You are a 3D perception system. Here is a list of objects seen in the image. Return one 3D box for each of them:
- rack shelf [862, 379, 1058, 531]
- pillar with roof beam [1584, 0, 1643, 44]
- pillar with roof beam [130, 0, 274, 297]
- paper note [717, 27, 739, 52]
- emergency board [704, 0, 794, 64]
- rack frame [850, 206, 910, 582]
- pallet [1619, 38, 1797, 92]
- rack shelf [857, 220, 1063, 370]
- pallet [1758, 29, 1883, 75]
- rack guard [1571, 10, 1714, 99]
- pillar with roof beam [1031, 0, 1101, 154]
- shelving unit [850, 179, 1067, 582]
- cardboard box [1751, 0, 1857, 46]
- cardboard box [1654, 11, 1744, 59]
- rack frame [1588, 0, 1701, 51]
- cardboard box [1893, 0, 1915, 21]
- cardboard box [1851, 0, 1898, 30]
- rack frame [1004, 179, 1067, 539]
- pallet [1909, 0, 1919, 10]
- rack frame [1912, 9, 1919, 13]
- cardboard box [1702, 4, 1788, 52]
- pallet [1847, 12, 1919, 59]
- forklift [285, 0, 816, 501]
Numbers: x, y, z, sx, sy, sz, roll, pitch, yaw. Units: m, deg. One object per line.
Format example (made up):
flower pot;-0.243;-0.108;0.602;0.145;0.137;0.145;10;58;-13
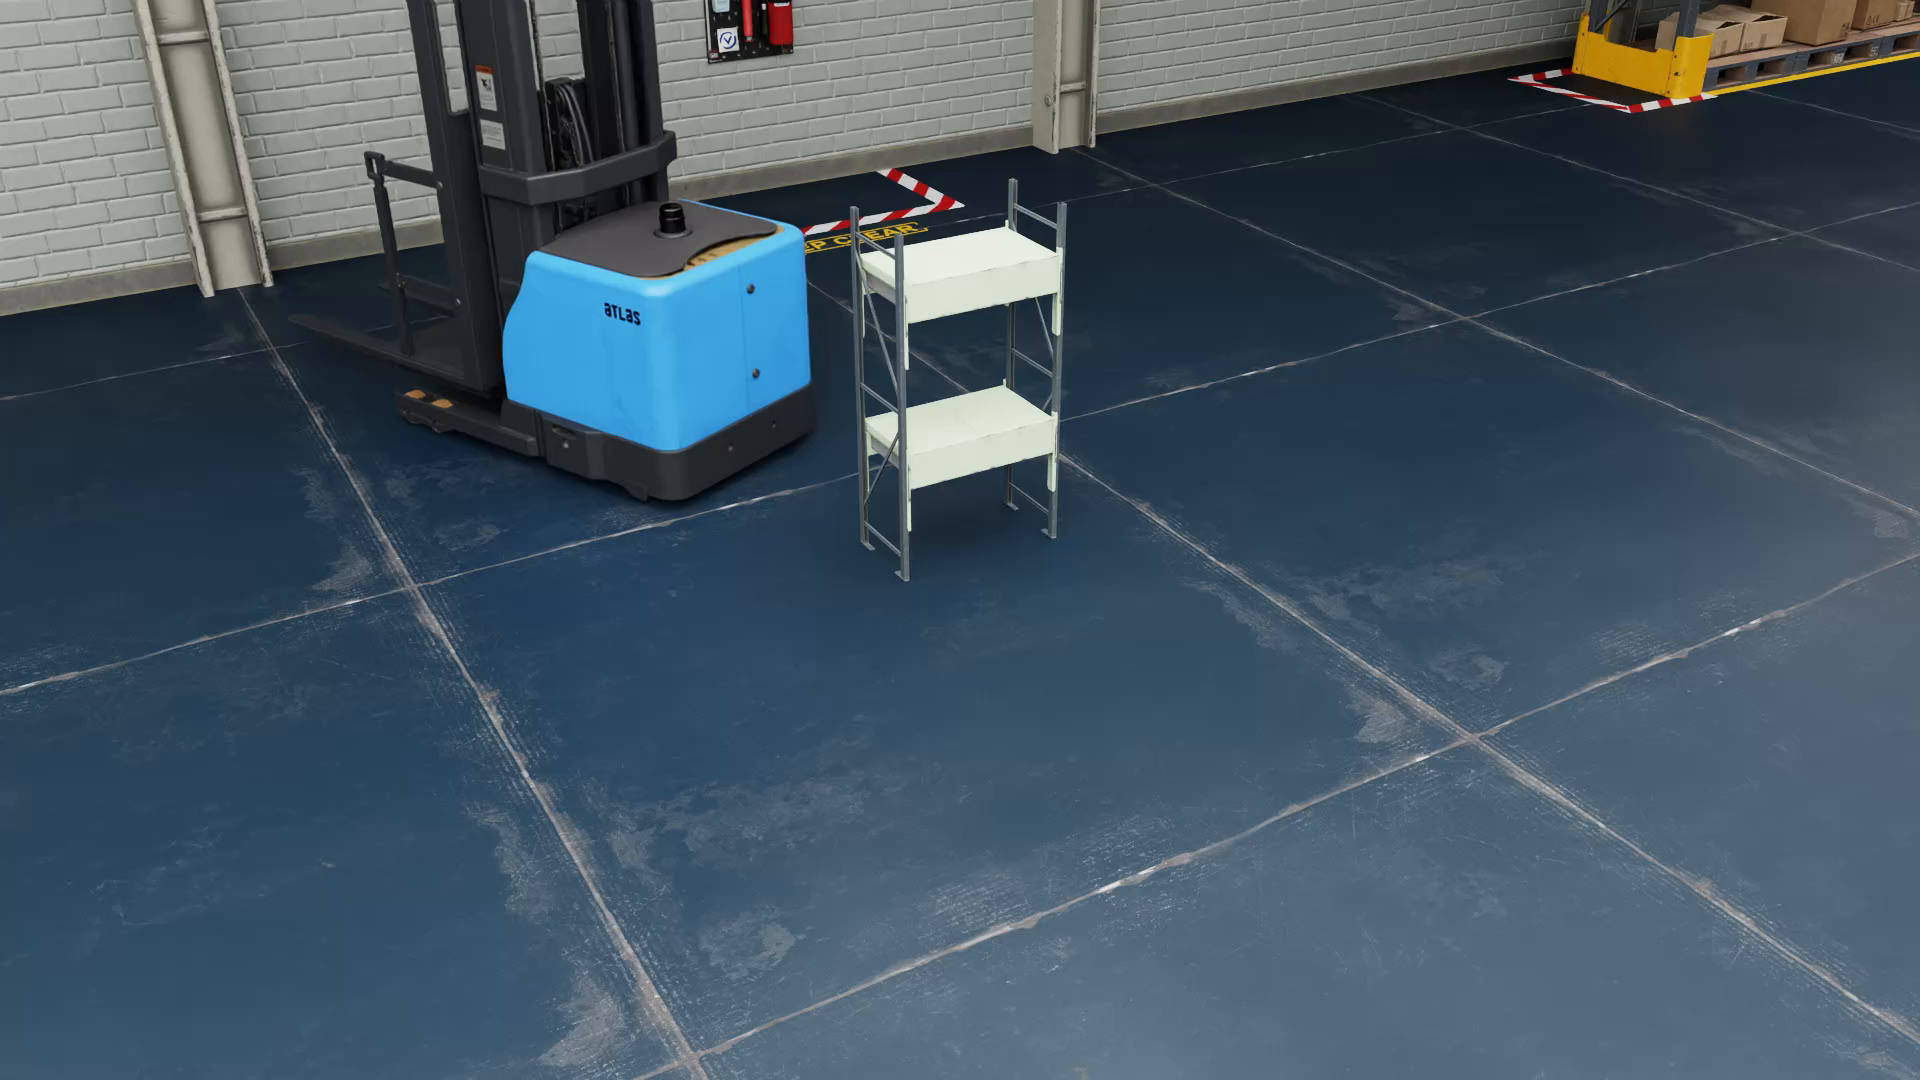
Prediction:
rack shelf;-0.006;-0.370;7.042;0.720;0.370;0.431;-16;33;-26
pillar with roof beam;8.143;-6.635;9.959;0.400;9.000;9.100;-16;33;-26
pillar with roof beam;-2.203;-3.697;4.636;0.400;9.000;9.100;-16;33;-26
paper note;-1.549;-3.344;11.116;0.142;0.148;0.016;-16;33;-26
emergency board;-1.361;-3.744;10.929;0.643;1.169;0.194;-16;33;-26
rack frame;-0.321;-0.565;6.722;0.023;1.500;0.400;-16;33;-26
pallet;6.580;-4.252;14.736;1.213;0.211;1.003;-16;33;-26
rack shelf;-0.006;-0.997;6.696;0.720;0.370;0.431;-16;33;-26
pallet;7.631;-4.548;15.273;1.213;0.211;1.003;-16;33;-26
rack guard;5.862;-4.194;14.332;0.348;0.500;1.175;-16;33;-26
pillar with roof beam;2.970;-5.166;7.298;0.400;9.000;9.100;-16;33;-26
shelving unit;-0.006;-0.655;6.885;0.755;1.500;0.431;-16;33;-26
cardboard box;7.588;-4.798;14.972;0.500;0.500;0.700;-18;34;-29
cardboard box;6.439;-4.417;14.477;0.500;0.311;0.500;-20;35;-32
rack frame;5.796;-5.270;13.695;0.127;3.000;1.000;-16;33;-26
cardboard box;8.799;-5.058;15.787;0.250;0.166;0.380;-21;35;-33
cardboard box;8.371;-5.076;15.476;0.500;0.500;0.500;-19;34;-30
rack frame;0.310;-0.745;7.047;0.023;1.500;0.400;-16;33;-26
pallet;9.916;-5.219;16.489;1.213;0.211;1.003;-16;33;-26
rack frame;9.245;-6.249;15.469;0.127;3.000;1.000;-16;33;-26
cardboard box;6.930;-4.557;14.730;0.500;0.311;0.500;-13;31;-22
pallet;8.684;-4.849;15.818;1.213;0.211;1.003;-16;33;-26
forklift;-2.203;-2.000;7.841;3.031;2.935;1.130;19;34;30
